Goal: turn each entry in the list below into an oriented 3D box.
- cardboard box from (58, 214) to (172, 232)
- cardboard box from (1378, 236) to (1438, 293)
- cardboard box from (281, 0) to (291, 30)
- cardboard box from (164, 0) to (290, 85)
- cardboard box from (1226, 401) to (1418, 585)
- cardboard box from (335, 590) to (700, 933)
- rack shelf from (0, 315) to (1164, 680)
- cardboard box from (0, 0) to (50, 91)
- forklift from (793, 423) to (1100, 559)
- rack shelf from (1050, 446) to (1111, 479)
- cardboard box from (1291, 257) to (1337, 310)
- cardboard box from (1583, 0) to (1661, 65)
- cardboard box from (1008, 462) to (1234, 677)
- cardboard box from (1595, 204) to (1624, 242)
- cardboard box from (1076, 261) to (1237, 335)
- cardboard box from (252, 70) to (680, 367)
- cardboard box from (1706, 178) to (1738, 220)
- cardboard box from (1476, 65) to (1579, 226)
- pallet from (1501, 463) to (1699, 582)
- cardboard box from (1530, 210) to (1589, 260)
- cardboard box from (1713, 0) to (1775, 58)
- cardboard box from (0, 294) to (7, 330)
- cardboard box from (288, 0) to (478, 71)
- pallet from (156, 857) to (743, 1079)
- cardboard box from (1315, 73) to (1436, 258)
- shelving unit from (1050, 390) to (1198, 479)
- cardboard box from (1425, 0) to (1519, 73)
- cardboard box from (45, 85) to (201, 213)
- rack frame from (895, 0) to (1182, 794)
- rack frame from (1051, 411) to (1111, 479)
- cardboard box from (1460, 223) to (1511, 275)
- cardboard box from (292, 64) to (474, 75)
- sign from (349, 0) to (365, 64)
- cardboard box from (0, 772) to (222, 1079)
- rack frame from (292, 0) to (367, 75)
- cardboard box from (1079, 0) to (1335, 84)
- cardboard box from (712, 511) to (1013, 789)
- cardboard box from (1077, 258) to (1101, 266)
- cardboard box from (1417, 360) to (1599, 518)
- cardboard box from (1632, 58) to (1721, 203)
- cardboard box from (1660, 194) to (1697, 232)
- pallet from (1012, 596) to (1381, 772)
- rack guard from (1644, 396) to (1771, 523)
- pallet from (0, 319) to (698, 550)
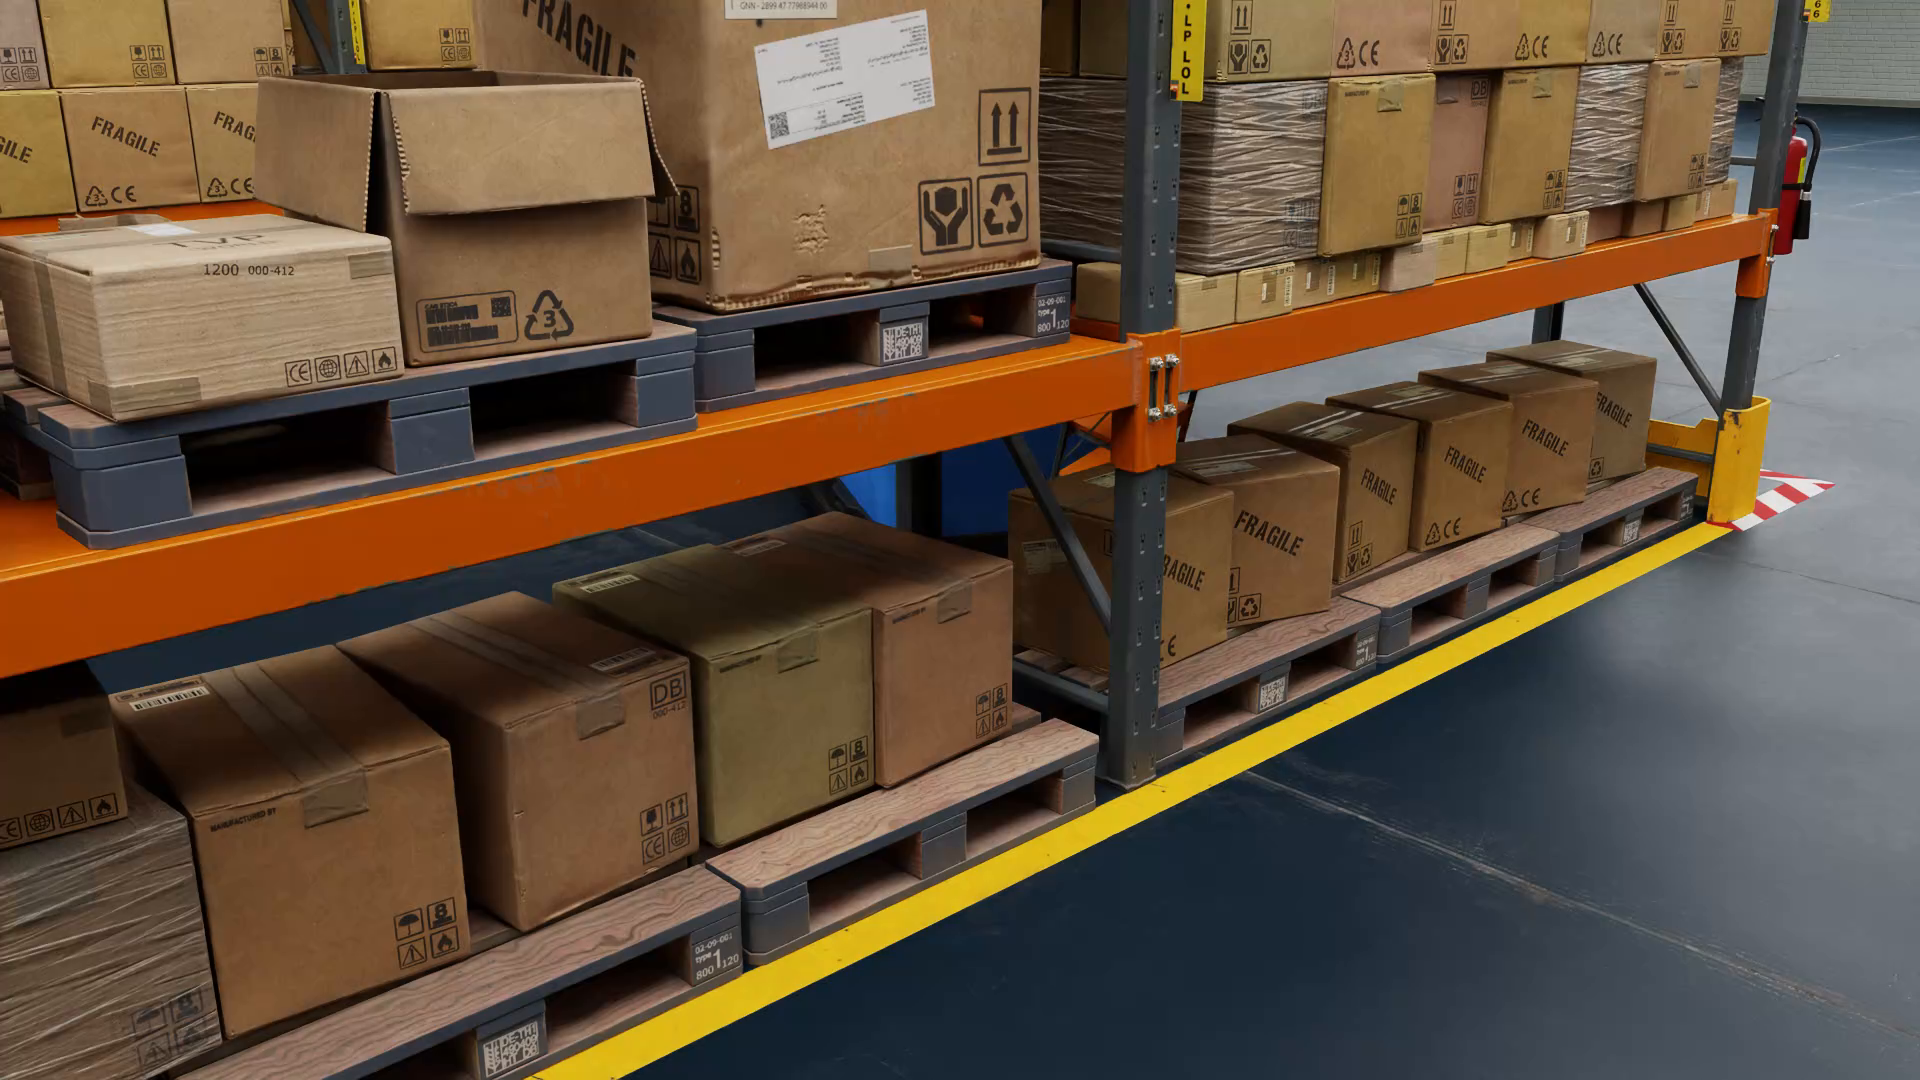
[{"bbox_3d":[-1.698,-0.530,3.292,0.396,0.266,0.258,17,25,42],"label":"cardboard box"},{"bbox_3d":[1.283,-0.894,5.287,0.250,0.149,0.380,-16,24,-41],"label":"cardboard box"},{"bbox_3d":[-5.072,-4.092,12.477,0.500,0.500,0.700,-16,24,-41],"label":"cardboard box"},{"bbox_3d":[-3.509,-2.377,7.670,0.500,0.500,0.700,-17,24,-42],"label":"cardboard box"},{"bbox_3d":[1.308,-0.186,6.068,0.500,0.500,0.500,15,23,39],"label":"cardboard box"},{"bbox_3d":[-1.045,0.493,3.940,0.700,0.500,0.500,15,23,39],"label":"cardboard box"},{"bbox_3d":[-1.271,-0.062,3.478,4.000,0.370,1.077,-16,24,-41],"label":"rack shelf"},{"bbox_3d":[-4.249,-2.161,7.002,0.500,0.500,0.700,-16,24,-40],"label":"cardboard box"},{"bbox_3d":[-0.170,-1.580,7.107,1.130,2.935,3.031,-5,19,-15],"label":"forklift"},{"bbox_3d":[0.550,-0.208,5.955,0.258,0.148,0.480,28,36,26],"label":"rack shelf"},{"bbox_3d":[0.898,-0.795,4.982,0.250,0.149,0.380,-16,24,-41],"label":"cardboard box"},{"bbox_3d":[2.134,-1.955,5.886,0.500,0.500,0.500,-16,24,-41],"label":"cardboard box"},{"bbox_3d":[0.500,0.086,5.228,0.500,0.500,0.500,17,25,42],"label":"cardboard box"},{"bbox_3d":[2.292,-1.238,6.348,0.250,0.149,0.380,-16,24,-41],"label":"cardboard box"},{"bbox_3d":[0.545,-0.686,4.645,0.250,0.149,0.380,-16,24,-41],"label":"cardboard box"},{"bbox_3d":[-1.014,-0.688,3.396,0.637,0.503,0.797,-13,22,-35],"label":"cardboard box"},{"bbox_3d":[3.023,-1.449,6.998,0.250,0.149,0.380,-16,24,-41],"label":"cardboard box"},{"bbox_3d":[1.625,-1.421,5.861,0.500,0.500,0.875,-16,24,-41],"label":"cardboard box"},{"bbox_3d":[2.419,-0.168,7.162,1.213,0.211,1.003,-16,24,-41],"label":"pallet"},{"bbox_3d":[2.005,-1.108,5.945,0.250,0.149,0.380,-16,24,-41],"label":"cardboard box"},{"bbox_3d":[2.858,-2.168,6.542,0.500,0.500,0.500,-16,24,-41],"label":"cardboard box"},{"bbox_3d":[-4.245,-0.735,7.355,0.750,0.750,1.050,-16,24,-41],"label":"cardboard box"},{"bbox_3d":[-2.861,-2.616,8.196,0.550,0.550,0.875,-16,24,-41],"label":"cardboard box"},{"bbox_3d":[-1.270,0.924,3.793,1.213,0.211,1.003,-16,24,-41],"label":"pallet"},{"bbox_3d":[0.939,-1.196,5.166,0.500,0.500,0.875,-16,24,-41],"label":"cardboard box"},{"bbox_3d":[0.560,-0.264,5.920,0.258,1.200,0.503,28,36,26],"label":"shelving unit"},{"bbox_3d":[1.409,-1.743,5.231,0.500,0.500,0.500,-16,24,-41],"label":"cardboard box"},{"bbox_3d":[-3.715,-1.731,7.297,0.500,0.500,0.500,-17,24,-41],"label":"cardboard box"},{"bbox_3d":[0.182,-0.828,4.674,0.127,3.000,1.000,-16,24,-41],"label":"rack frame"},{"bbox_3d":[0.418,-0.178,5.742,0.240,1.200,0.015,28,36,26],"label":"rack frame"},{"bbox_3d":[1.625,-1.007,5.635,0.250,0.149,0.380,-16,24,-41],"label":"cardboard box"},{"bbox_3d":[-2.893,-2.113,8.394,0.550,0.550,0.875,-16,24,-41],"label":"cardboard box"},{"bbox_3d":[-2.773,-2.354,7.633,0.005,0.325,0.100,-16,24,-41],"label":"sign"},{"bbox_3d":[-1.857,0.733,3.200,0.700,0.500,0.500,15,24,39],"label":"cardboard box"},{"bbox_3d":[-3.152,-1.961,8.168,0.127,3.000,1.000,-16,24,-41],"label":"rack frame"},{"bbox_3d":[0.683,-1.531,4.577,0.500,0.500,0.500,-16,24,-41],"label":"cardboard box"},{"bbox_3d":[-0.279,0.277,4.605,0.700,0.500,0.500,16,24,40],"label":"cardboard box"},{"bbox_3d":[0.324,-0.870,5.213,0.250,0.149,0.380,-16,24,-41],"label":"cardboard box"},{"bbox_3d":[2.212,-0.423,6.798,0.500,0.500,0.500,-9,20,-27],"label":"cardboard box"},{"bbox_3d":[2.389,-1.621,6.476,0.500,0.500,0.875,-16,24,-41],"label":"cardboard box"},{"bbox_3d":[2.695,-1.332,6.636,0.250,0.149,0.380,-16,24,-41],"label":"cardboard box"},{"bbox_3d":[0.646,0.349,5.567,1.213,0.211,1.003,-16,24,-41],"label":"pallet"},{"bbox_3d":[3.033,-0.470,7.624,0.348,0.500,1.175,-16,24,-41],"label":"rack guard"},{"bbox_3d":[-1.314,-0.317,3.411,1.213,0.211,1.003,-16,24,-41],"label":"pallet"}]
